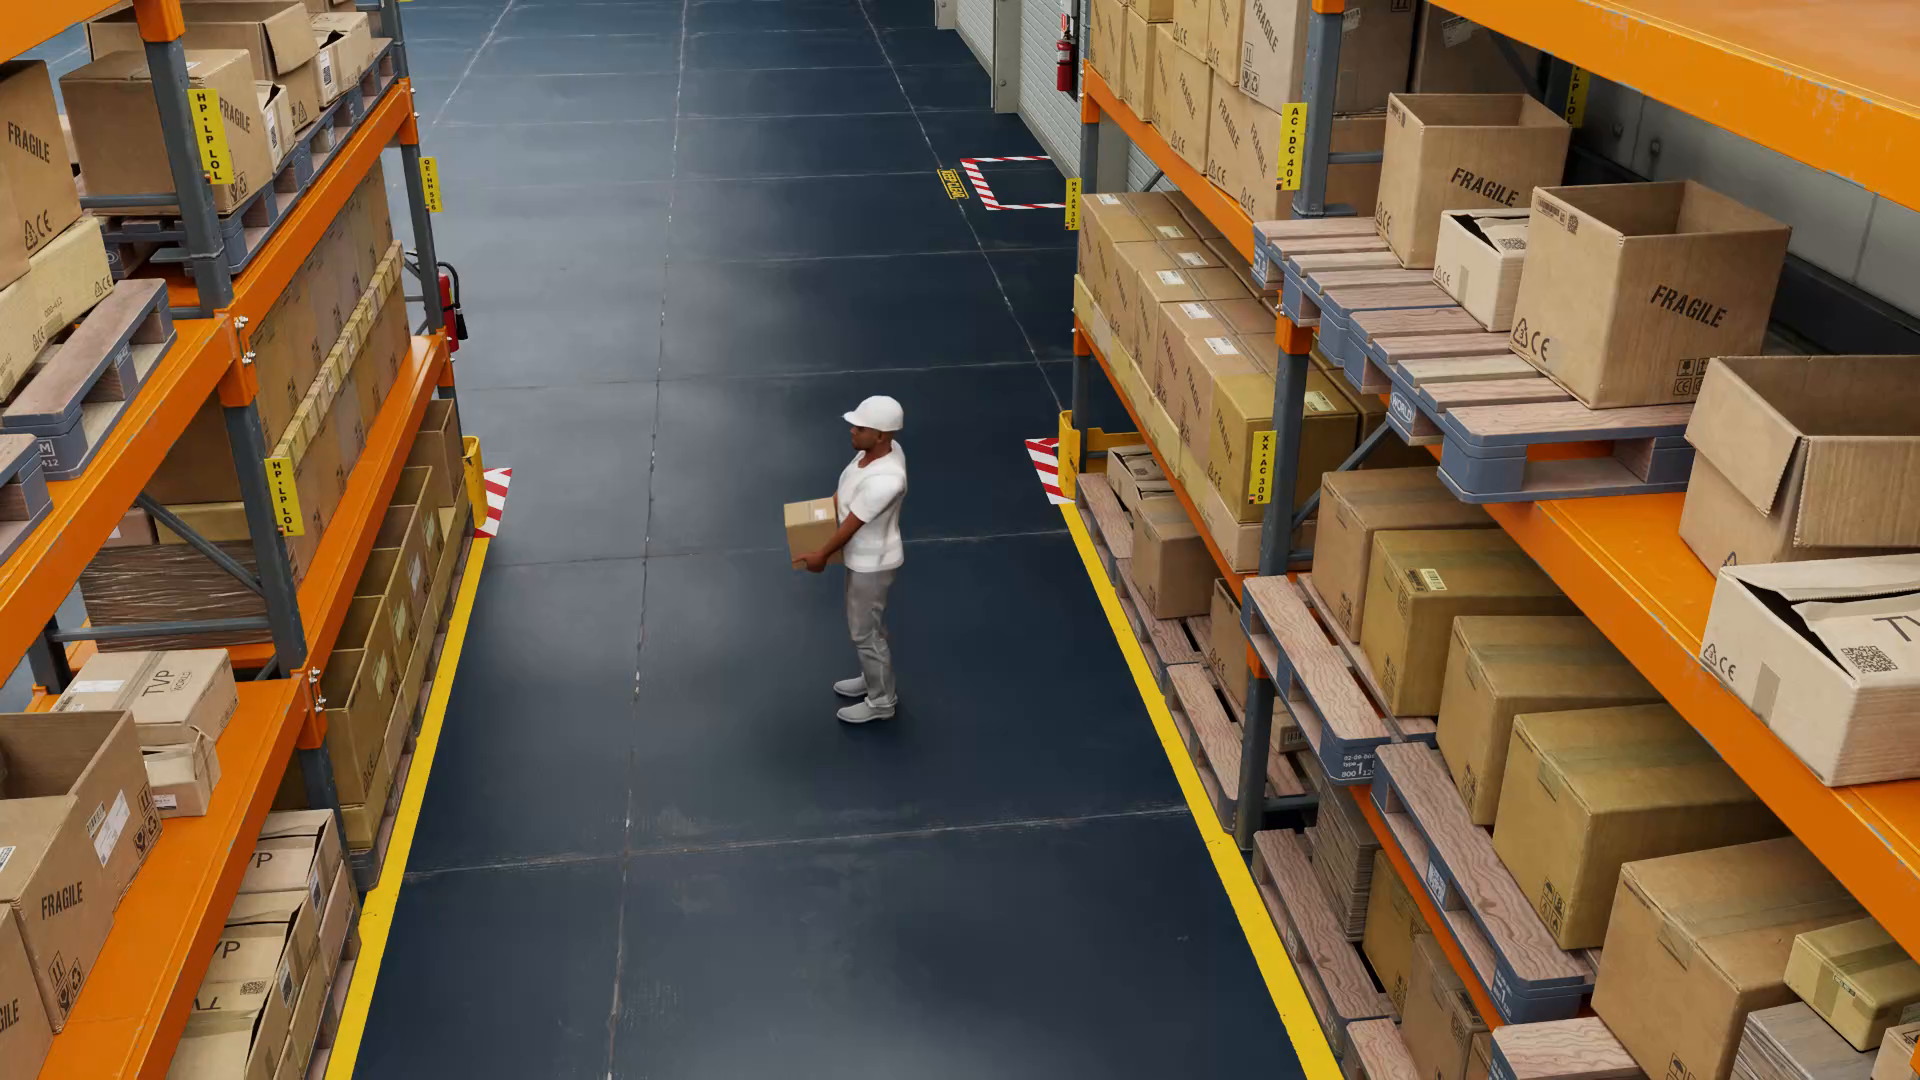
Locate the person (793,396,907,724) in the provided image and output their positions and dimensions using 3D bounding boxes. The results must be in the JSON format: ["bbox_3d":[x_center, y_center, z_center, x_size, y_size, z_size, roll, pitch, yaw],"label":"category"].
[{"bbox_3d":[-0.552,0.099,8.404,0.586,1.760,0.503,-3,27,-6],"label":"person"}]
